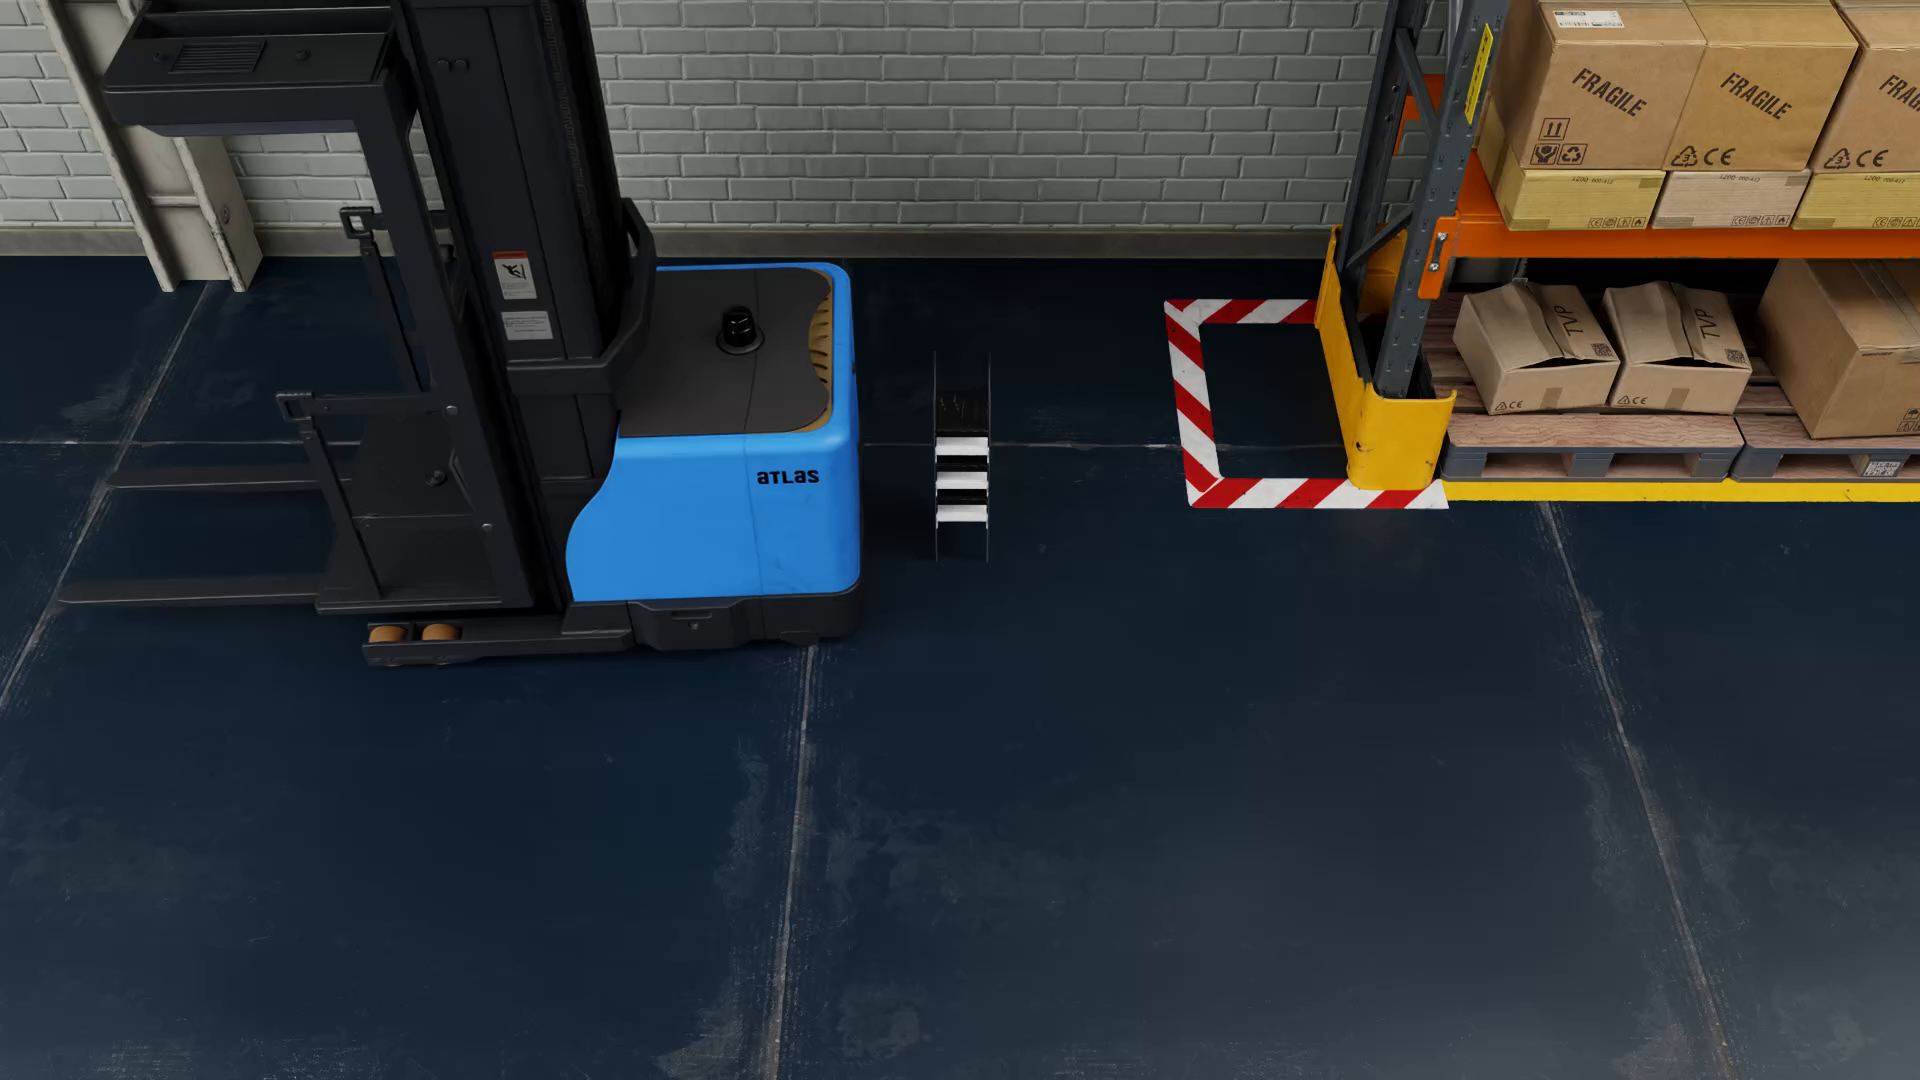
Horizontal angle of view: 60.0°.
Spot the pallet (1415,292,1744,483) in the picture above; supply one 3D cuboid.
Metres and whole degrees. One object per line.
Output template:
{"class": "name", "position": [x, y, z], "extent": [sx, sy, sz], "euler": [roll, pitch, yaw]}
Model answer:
{"class": "pallet", "position": [2.621, -0.680, 7.239], "extent": [1.213, 0.211, 1.003], "euler": [0, 47, 0]}

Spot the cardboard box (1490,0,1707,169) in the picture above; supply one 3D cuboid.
{"class": "cardboard box", "position": [2.209, -1.648, 5.811], "extent": [0.500, 0.500, 0.500], "euler": [0, 47, 0]}

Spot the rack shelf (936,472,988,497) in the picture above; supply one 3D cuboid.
{"class": "rack shelf", "position": [0.008, -0.284, 6.445], "extent": [0.200, 0.077, 0.258], "euler": [0, 47, 0]}

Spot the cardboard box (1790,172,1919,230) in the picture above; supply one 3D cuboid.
{"class": "cardboard box", "position": [3.248, -1.384, 6.077], "extent": [0.500, 0.250, 0.500], "euler": [-1, 47, 0]}

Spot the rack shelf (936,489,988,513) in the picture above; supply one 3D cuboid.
{"class": "rack shelf", "position": [0.008, -0.223, 6.511], "extent": [0.200, 0.077, 0.258], "euler": [0, 47, 0]}

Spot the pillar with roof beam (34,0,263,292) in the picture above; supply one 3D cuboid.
{"class": "pillar with roof beam", "position": [-3.580, -1.199, 1.718], "extent": [0.400, 9.000, 9.100], "euler": [0, 47, 0]}

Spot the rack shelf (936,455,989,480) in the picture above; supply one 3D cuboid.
{"class": "rack shelf", "position": [0.008, -0.345, 6.379], "extent": [0.200, 0.077, 0.258], "euler": [0, 47, 0]}

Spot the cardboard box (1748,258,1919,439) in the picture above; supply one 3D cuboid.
{"class": "cardboard box", "position": [3.728, -0.849, 6.898], "extent": [0.500, 0.500, 0.700], "euler": [-3, 47, -2]}

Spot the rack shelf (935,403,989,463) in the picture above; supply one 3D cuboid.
{"class": "rack shelf", "position": [0.008, -0.406, 6.313], "extent": [0.200, 0.077, 0.258], "euler": [0, 47, 0]}

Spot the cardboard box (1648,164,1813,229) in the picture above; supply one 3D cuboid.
{"class": "cardboard box", "position": [2.739, -1.389, 6.083], "extent": [0.500, 0.250, 0.500], "euler": [-1, 47, -1]}

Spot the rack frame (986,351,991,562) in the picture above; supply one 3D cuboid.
{"class": "rack frame", "position": [0.110, -0.306, 6.420], "extent": [0.006, 0.900, 0.240], "euler": [0, 47, 0]}

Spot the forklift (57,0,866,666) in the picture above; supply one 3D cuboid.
{"class": "forklift", "position": [-1.894, -0.918, 5.602], "extent": [3.031, 2.935, 1.130], "euler": [-2, 47, -2]}

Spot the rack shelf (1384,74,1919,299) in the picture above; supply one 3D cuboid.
{"class": "rack shelf", "position": [3.733, -1.408, 6.503], "extent": [4.000, 0.370, 1.077], "euler": [0, 47, 0]}

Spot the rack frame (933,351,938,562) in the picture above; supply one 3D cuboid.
{"class": "rack frame", "position": [-0.094, -0.307, 6.421], "extent": [0.006, 0.900, 0.240], "euler": [0, 47, 0]}

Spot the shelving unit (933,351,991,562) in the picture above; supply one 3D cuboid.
{"class": "shelving unit", "position": [0.008, -0.307, 6.421], "extent": [0.210, 0.900, 0.258], "euler": [0, 47, 0]}

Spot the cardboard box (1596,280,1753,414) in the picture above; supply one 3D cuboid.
{"class": "cardboard box", "position": [2.994, -0.823, 7.003], "extent": [0.500, 0.311, 0.500], "euler": [4, 47, 3]}

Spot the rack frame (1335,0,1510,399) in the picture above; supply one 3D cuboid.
{"class": "rack frame", "position": [1.733, -1.658, 6.244], "extent": [0.127, 3.000, 1.000], "euler": [0, 47, 0]}

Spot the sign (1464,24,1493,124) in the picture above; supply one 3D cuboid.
{"class": "sign", "position": [1.731, -1.556, 5.558], "extent": [0.005, 0.325, 0.100], "euler": [0, 47, 0]}

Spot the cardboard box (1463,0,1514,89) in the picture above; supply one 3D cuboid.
{"class": "cardboard box", "position": [2.205, -2.024, 6.161], "extent": [0.500, 0.500, 0.500], "euler": [0, 47, 0]}

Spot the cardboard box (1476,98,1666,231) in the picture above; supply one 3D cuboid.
{"class": "cardboard box", "position": [2.220, -1.380, 6.074], "extent": [0.500, 0.250, 0.500], "euler": [-1, 47, -1]}

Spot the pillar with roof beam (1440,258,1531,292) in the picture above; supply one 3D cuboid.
{"class": "pillar with roof beam", "position": [2.420, -1.182, 1.703], "extent": [0.400, 9.000, 9.100], "euler": [0, 47, 0]}

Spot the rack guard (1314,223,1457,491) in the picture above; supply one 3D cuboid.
{"class": "rack guard", "position": [1.809, -0.806, 7.159], "extent": [0.348, 0.500, 1.175], "euler": [0, 47, 0]}

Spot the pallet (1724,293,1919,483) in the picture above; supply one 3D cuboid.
{"class": "pallet", "position": [3.838, -0.675, 7.234], "extent": [1.213, 0.211, 1.003], "euler": [0, 47, 0]}

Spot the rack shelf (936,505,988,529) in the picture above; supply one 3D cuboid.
{"class": "rack shelf", "position": [0.008, -0.161, 6.577], "extent": [0.200, 0.077, 0.258], "euler": [0, 47, 0]}

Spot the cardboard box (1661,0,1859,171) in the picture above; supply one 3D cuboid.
{"class": "cardboard box", "position": [2.703, -1.640, 5.803], "extent": [0.500, 0.500, 0.500], "euler": [0, 47, 0]}

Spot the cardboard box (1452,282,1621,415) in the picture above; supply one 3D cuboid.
{"class": "cardboard box", "position": [2.424, -0.824, 7.004], "extent": [0.500, 0.311, 0.500], "euler": [-5, 47, -4]}

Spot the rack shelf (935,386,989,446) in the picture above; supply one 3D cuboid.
{"class": "rack shelf", "position": [0.008, -0.468, 6.247], "extent": [0.200, 0.077, 0.258], "euler": [0, 47, 0]}

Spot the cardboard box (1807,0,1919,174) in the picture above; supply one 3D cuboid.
{"class": "cardboard box", "position": [3.220, -1.634, 5.798], "extent": [0.500, 0.500, 0.500], "euler": [-1, 47, -1]}

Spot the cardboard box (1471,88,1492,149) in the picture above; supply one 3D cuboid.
{"class": "cardboard box", "position": [2.201, -1.755, 6.423], "extent": [0.500, 0.250, 0.500], "euler": [1, 47, 1]}

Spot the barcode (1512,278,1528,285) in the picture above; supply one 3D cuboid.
{"class": "barcode", "position": [2.444, -1.120, 7.274], "extent": [0.075, 0.075, 0.001], "euler": [0, 47, 0]}
